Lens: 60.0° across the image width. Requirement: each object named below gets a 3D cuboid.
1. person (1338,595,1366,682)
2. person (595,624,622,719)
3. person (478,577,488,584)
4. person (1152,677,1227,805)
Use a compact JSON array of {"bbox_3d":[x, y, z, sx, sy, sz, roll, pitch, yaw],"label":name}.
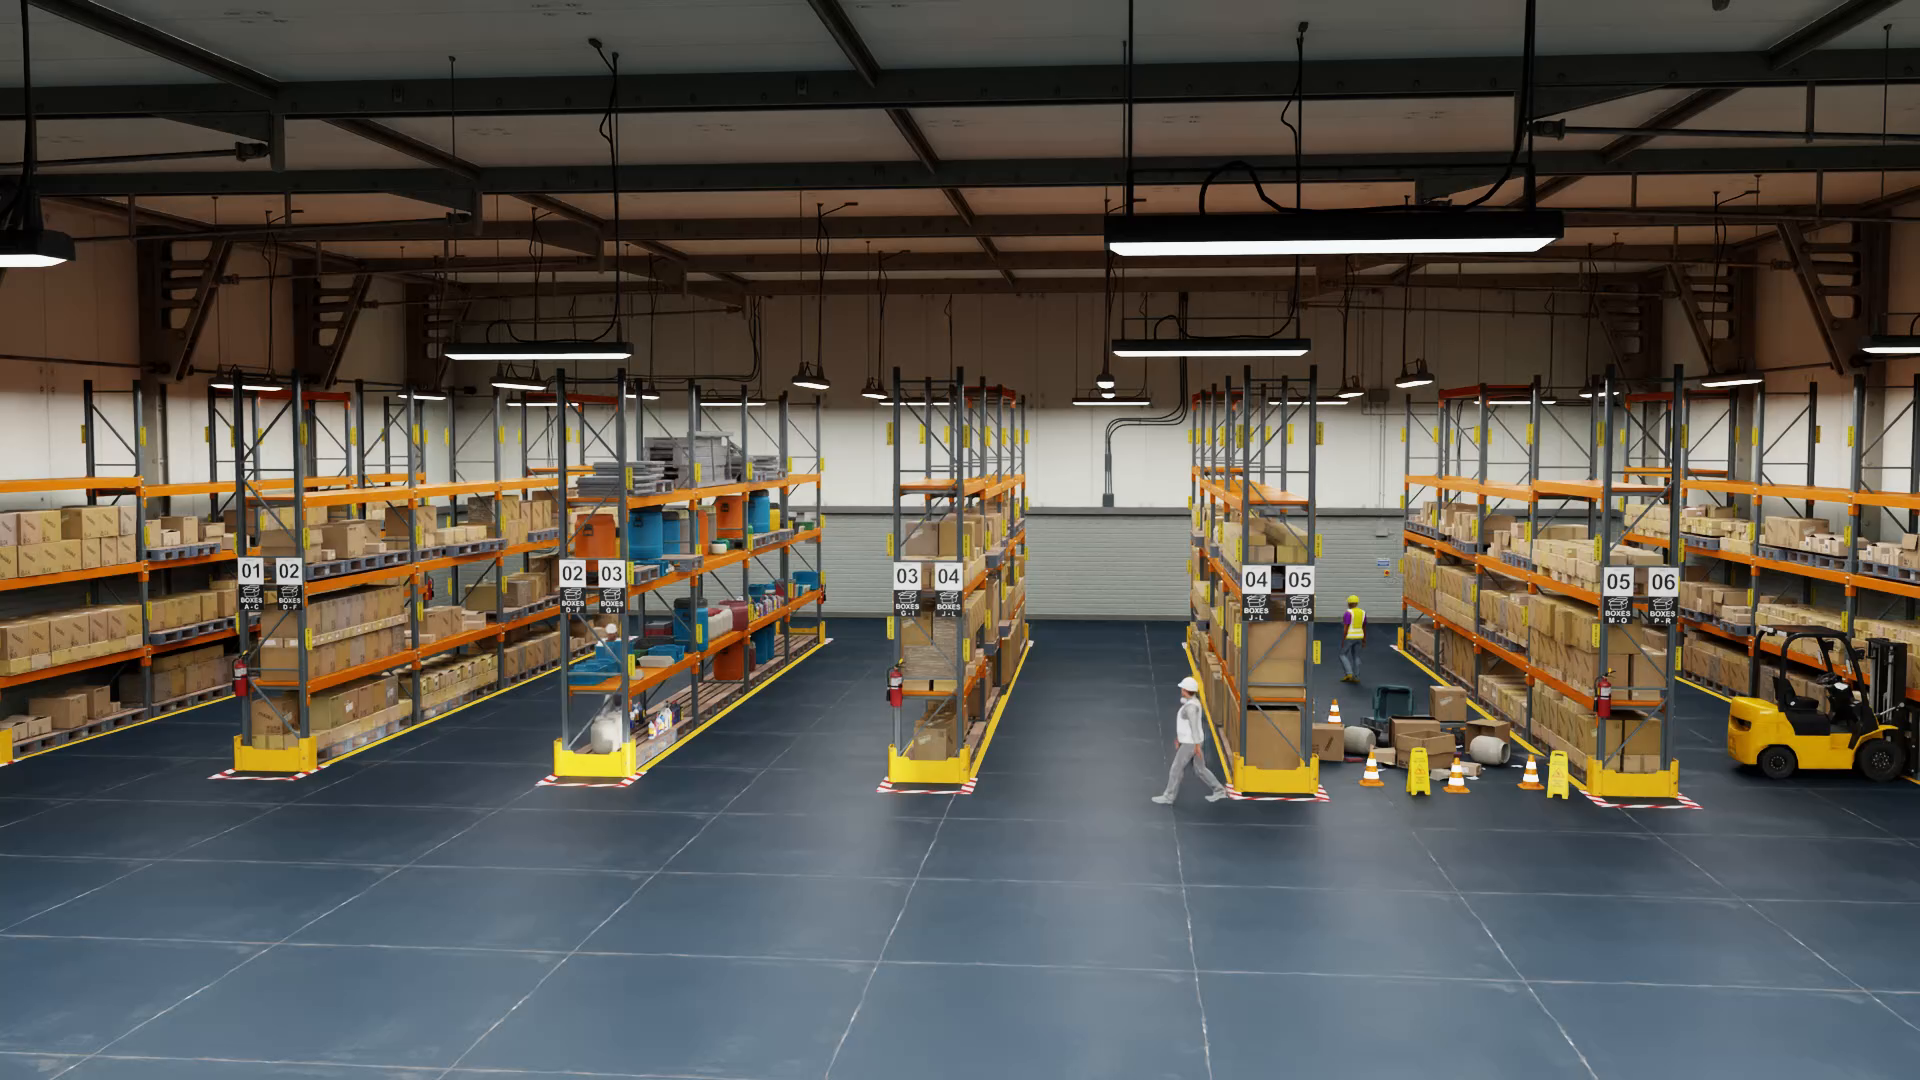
[{"bbox_3d":[8.015,2.016,33.935,0.612,1.774,0.398,-2,4,-26],"label":"person"},{"bbox_3d":[-6.190,2.325,29.418,0.562,1.686,1.136,1,4,18],"label":"person"},{"bbox_3d":[-11.425,1.677,40.138,0.490,1.632,0.871,0,4,3],"label":"person"},{"bbox_3d":[3.122,2.728,22.580,1.007,1.729,0.610,1,4,12],"label":"person"}]
